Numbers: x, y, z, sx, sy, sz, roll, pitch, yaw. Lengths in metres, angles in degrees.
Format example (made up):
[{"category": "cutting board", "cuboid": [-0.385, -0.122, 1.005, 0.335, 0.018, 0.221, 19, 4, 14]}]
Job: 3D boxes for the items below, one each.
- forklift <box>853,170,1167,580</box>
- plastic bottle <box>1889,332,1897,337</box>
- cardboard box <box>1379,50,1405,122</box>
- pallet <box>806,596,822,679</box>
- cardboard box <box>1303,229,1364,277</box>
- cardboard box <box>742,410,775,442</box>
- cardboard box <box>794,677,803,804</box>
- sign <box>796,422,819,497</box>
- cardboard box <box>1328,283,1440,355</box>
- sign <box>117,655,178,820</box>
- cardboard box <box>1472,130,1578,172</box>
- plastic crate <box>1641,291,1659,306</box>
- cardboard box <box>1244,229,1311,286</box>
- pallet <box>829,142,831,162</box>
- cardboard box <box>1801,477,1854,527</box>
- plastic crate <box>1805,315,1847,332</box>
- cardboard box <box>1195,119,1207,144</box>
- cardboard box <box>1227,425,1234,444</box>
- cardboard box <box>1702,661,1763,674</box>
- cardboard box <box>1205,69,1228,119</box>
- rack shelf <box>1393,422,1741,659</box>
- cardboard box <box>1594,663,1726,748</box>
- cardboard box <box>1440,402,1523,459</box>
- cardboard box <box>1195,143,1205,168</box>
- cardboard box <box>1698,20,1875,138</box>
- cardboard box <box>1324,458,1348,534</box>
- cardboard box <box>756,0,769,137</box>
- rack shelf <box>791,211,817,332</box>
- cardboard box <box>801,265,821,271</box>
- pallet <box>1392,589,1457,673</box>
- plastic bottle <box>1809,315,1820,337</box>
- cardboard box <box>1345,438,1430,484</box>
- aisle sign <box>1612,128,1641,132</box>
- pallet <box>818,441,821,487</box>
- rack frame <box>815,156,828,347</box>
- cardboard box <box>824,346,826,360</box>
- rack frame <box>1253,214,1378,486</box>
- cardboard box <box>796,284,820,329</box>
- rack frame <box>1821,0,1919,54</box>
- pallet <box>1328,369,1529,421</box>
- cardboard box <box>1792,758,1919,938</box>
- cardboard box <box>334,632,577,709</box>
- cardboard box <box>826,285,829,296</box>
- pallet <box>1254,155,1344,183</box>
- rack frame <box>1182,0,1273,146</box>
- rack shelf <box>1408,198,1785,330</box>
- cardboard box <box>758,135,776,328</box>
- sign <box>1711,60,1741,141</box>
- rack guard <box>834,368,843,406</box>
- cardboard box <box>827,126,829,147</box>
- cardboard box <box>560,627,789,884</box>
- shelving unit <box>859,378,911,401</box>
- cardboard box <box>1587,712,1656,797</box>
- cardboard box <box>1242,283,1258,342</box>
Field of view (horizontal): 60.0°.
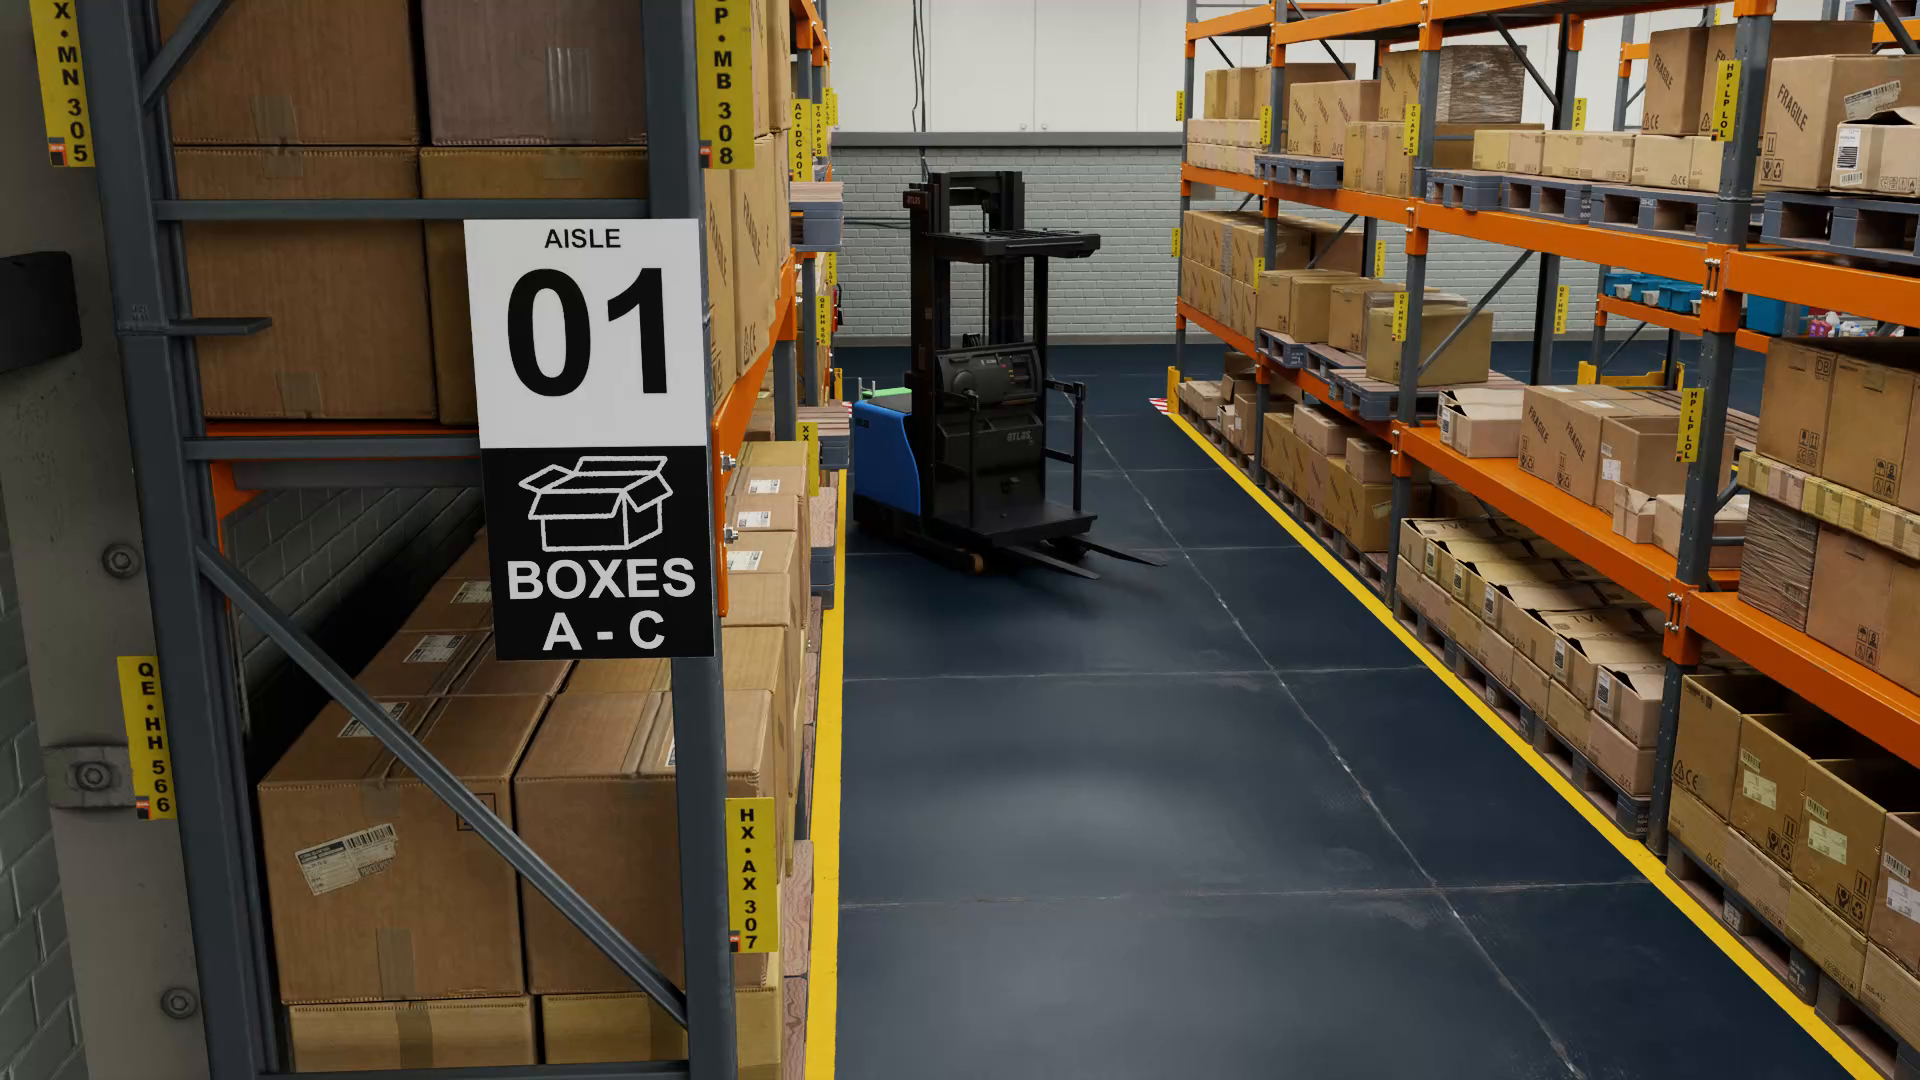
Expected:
[{"category": "forklift", "cuboid": [0.355, -1.290, 12.659, 1.130, 2.935, 3.031, -10, 17, -33]}, {"category": "plastic bottle", "cuboid": [7.902, -1.645, 14.150, 0.152, 0.276, 0.135, -1, 14, -3]}, {"category": "cardboard box", "cuboid": [3.416, -3.334, 12.237, 0.500, 0.500, 0.500, -1, 14, -3]}, {"category": "pallet", "cuboid": [-1.397, 0.636, 10.631, 1.003, 0.211, 1.213, -1, 14, -3]}, {"category": "cardboard box", "cuboid": [3.503, -2.635, 15.541, 0.500, 0.500, 0.500, -1, 14, -2]}, {"category": "cardboard box", "cuboid": [-1.194, -0.303, 7.599, 0.700, 0.500, 0.500, -1, 14, -3]}, {"category": "cardboard box", "cuboid": [-0.763, 0.636, 5.295, 0.500, 0.250, 0.500, -1, 14, -3]}, {"category": "sign", "cuboid": [-0.655, -0.344, 7.104, 0.100, 0.325, 0.005, -1, 14, -3]}, {"category": "cardboard box", "cuboid": [3.423, -1.794, 13.437, 0.700, 0.500, 0.500, -5, 15, -18]}, {"category": "sign", "cuboid": [-1.504, 0.371, 3.108, 0.100, 0.325, 0.005, -1, 14, -3]}, {"category": "cardboard box", "cuboid": [3.584, -2.458, 10.497, 0.500, 0.250, 0.500, -2, 15, -8]}, {"category": "plastic crate", "cuboid": [7.614, -2.636, 18.162, 0.250, 0.136, 0.298, -1, 14, -3]}, {"category": "cardboard box", "cuboid": [2.962, -2.635, 15.542, 0.500, 0.500, 0.500, -1, 14, -3]}, {"category": "pallet", "cuboid": [-1.884, -4.124, 17.692, 1.003, 0.211, 1.213, -1, 14, -3]}, {"category": "cardboard box", "cuboid": [3.604, -0.158, 6.616, 0.380, 0.149, 0.250, -1, 14, -5]}, {"category": "plastic crate", "cuboid": [8.310, -2.076, 15.983, 0.396, 0.136, 0.243, -1, 14, -3]}, {"category": "cardboard box", "cuboid": [2.800, -4.342, 17.659, 0.500, 0.250, 0.500, -1, 14, -3]}, {"category": "cardboard box", "cuboid": [2.850, -1.043, 16.399, 0.380, 0.149, 0.250, -1, 14, -3]}, {"category": "cardboard box", "cuboid": [3.970, 0.759, 8.108, 0.500, 0.311, 0.500, -1, 14, -3]}, {"category": "cardboard box", "cuboid": [2.999, -4.708, 17.578, 0.700, 0.500, 0.500, -1, 14, -3]}, {"category": "rack shelf", "cuboid": [3.624, -0.140, 9.496, 1.077, 0.370, 4.000, -1, 14, -3]}, {"category": "cardboard box", "cuboid": [3.436, 0.769, 8.068, 0.500, 0.311, 0.500, -1, 14, -3]}, {"category": "cardboard box", "cuboid": [3.362, -0.718, 10.475, 0.500, 0.311, 0.500, -1, 14, -4]}, {"category": "cardboard box", "cuboid": [2.800, -4.100, 17.721, 0.500, 0.250, 0.500, -1, 14, -3]}, {"category": "cardboard box", "cuboid": [3.749, -2.092, 7.571, 0.500, 0.500, 0.500, -1, 14, -3]}, {"category": "cardboard box", "cuboid": [3.176, -0.346, 12.986, 0.500, 0.500, 0.500, -1, 14, -5]}, {"category": "cardboard box", "cuboid": [-0.754, -1.267, 4.162, 0.500, 0.500, 0.500, 0, 14, -2]}, {"category": "rack shelf", "cuboid": [-1.320, -1.516, 8.821, 1.077, 0.370, 4.000, -1, 14, -3]}, {"category": "cardboard box", "cuboid": [-1.322, -1.976, 12.843, 0.500, 0.250, 0.500, -1, 14, -5]}, {"category": "pallet", "cuboid": [3.512, 0.570, 10.889, 1.003, 0.211, 1.213, -1, 14, -3]}, {"category": "plastic bottle", "cuboid": [7.793, -1.902, 15.134, 0.061, 0.283, 0.133, -1, 14, -3]}, {"category": "cardboard box", "cuboid": [3.200, -0.595, 12.447, 0.500, 0.250, 0.500, 0, 14, -1]}, {"category": "aisle sign", "cuboid": [7.647, -4.324, 19.094, 0.394, 0.787, 0.004, -1, 14, -3]}, {"category": "pallet", "cuboid": [-1.281, -0.324, 9.152, 1.003, 0.211, 1.213, -1, 14, -3]}, {"category": "rack frame", "cuboid": [-1.692, -1.904, 14.905, 1.000, 3.000, 0.127, -1, 14, -3]}, {"category": "cardboard box", "cuboid": [-1.312, -1.619, 12.961, 0.500, 0.500, 0.500, 0, 14, -2]}, {"category": "rack frame", "cuboid": [3.252, -1.981, 15.206, 1.000, 3.000, 0.127, -1, 14, -3]}, {"category": "cardboard box", "cuboid": [-1.217, -1.598, 11.375, 0.500, 0.250, 0.500, -1, 14, -2]}, {"category": "rack frame", "cuboid": [8.196, -4.962, 14.752, 1.000, 3.000, 0.127, -1, 14, -3]}, {"category": "pallet", "cuboid": [3.388, -1.061, 12.014, 1.213, 0.211, 1.003, -1, 14, -3]}, {"category": "cardboard box", "cuboid": [3.526, 1.143, 6.236, 0.500, 0.500, 0.500, -1, 14, -3]}, {"category": "cardboard box", "cuboid": [-1.211, 0.541, 4.159, 0.500, 0.500, 0.500, -1, 14, -3]}, {"category": "cardboard box", "cuboid": [-1.709, -2.184, 15.393, 0.980, 0.700, 0.700, -1, 14, -3]}, {"category": "pallet", "cuboid": [3.222, -3.179, 14.221, 1.213, 0.211, 1.003, -1, 14, -3]}, {"category": "rack frame", "cuboid": [3.004, -5.881, 18.325, 1.000, 3.000, 0.127, -1, 14, -3]}, {"category": "rack shelf", "cuboid": [3.624, -1.593, 9.122, 1.077, 0.370, 4.000, -1, 14, -3]}, {"category": "cardboard box", "cuboid": [-0.754, -0.780, 4.278, 0.500, 0.500, 0.500, 0, 14, -1]}, {"category": "sign", "cuboid": [3.206, -1.836, 6.954, 0.100, 0.325, 0.005, -1, 14, -3]}, {"category": "rack guard", "cuboid": [-1.941, -1.694, 19.106, 1.175, 0.500, 0.348, -1, 14, -3]}, {"category": "cardboard box", "cuboid": [-1.489, -3.838, 15.662, 0.500, 0.250, 0.500, -1, 14, -5]}, {"category": "cardboard box", "cuboid": [-0.699, 0.534, 4.186, 0.500, 0.500, 0.500, -1, 14, -3]}, {"category": "shelving unit", "cuboid": [-0.581, -0.794, 14.206, 0.503, 1.200, 0.258, -10, 17, -33]}, {"category": "cardboard box", "cuboid": [3.432, 1.038, 8.147, 0.500, 0.250, 0.500, -1, 14, -4]}, {"category": "cardboard box", "cuboid": [2.965, -2.150, 15.661, 0.500, 0.500, 0.500, -1, 14, -3]}]
